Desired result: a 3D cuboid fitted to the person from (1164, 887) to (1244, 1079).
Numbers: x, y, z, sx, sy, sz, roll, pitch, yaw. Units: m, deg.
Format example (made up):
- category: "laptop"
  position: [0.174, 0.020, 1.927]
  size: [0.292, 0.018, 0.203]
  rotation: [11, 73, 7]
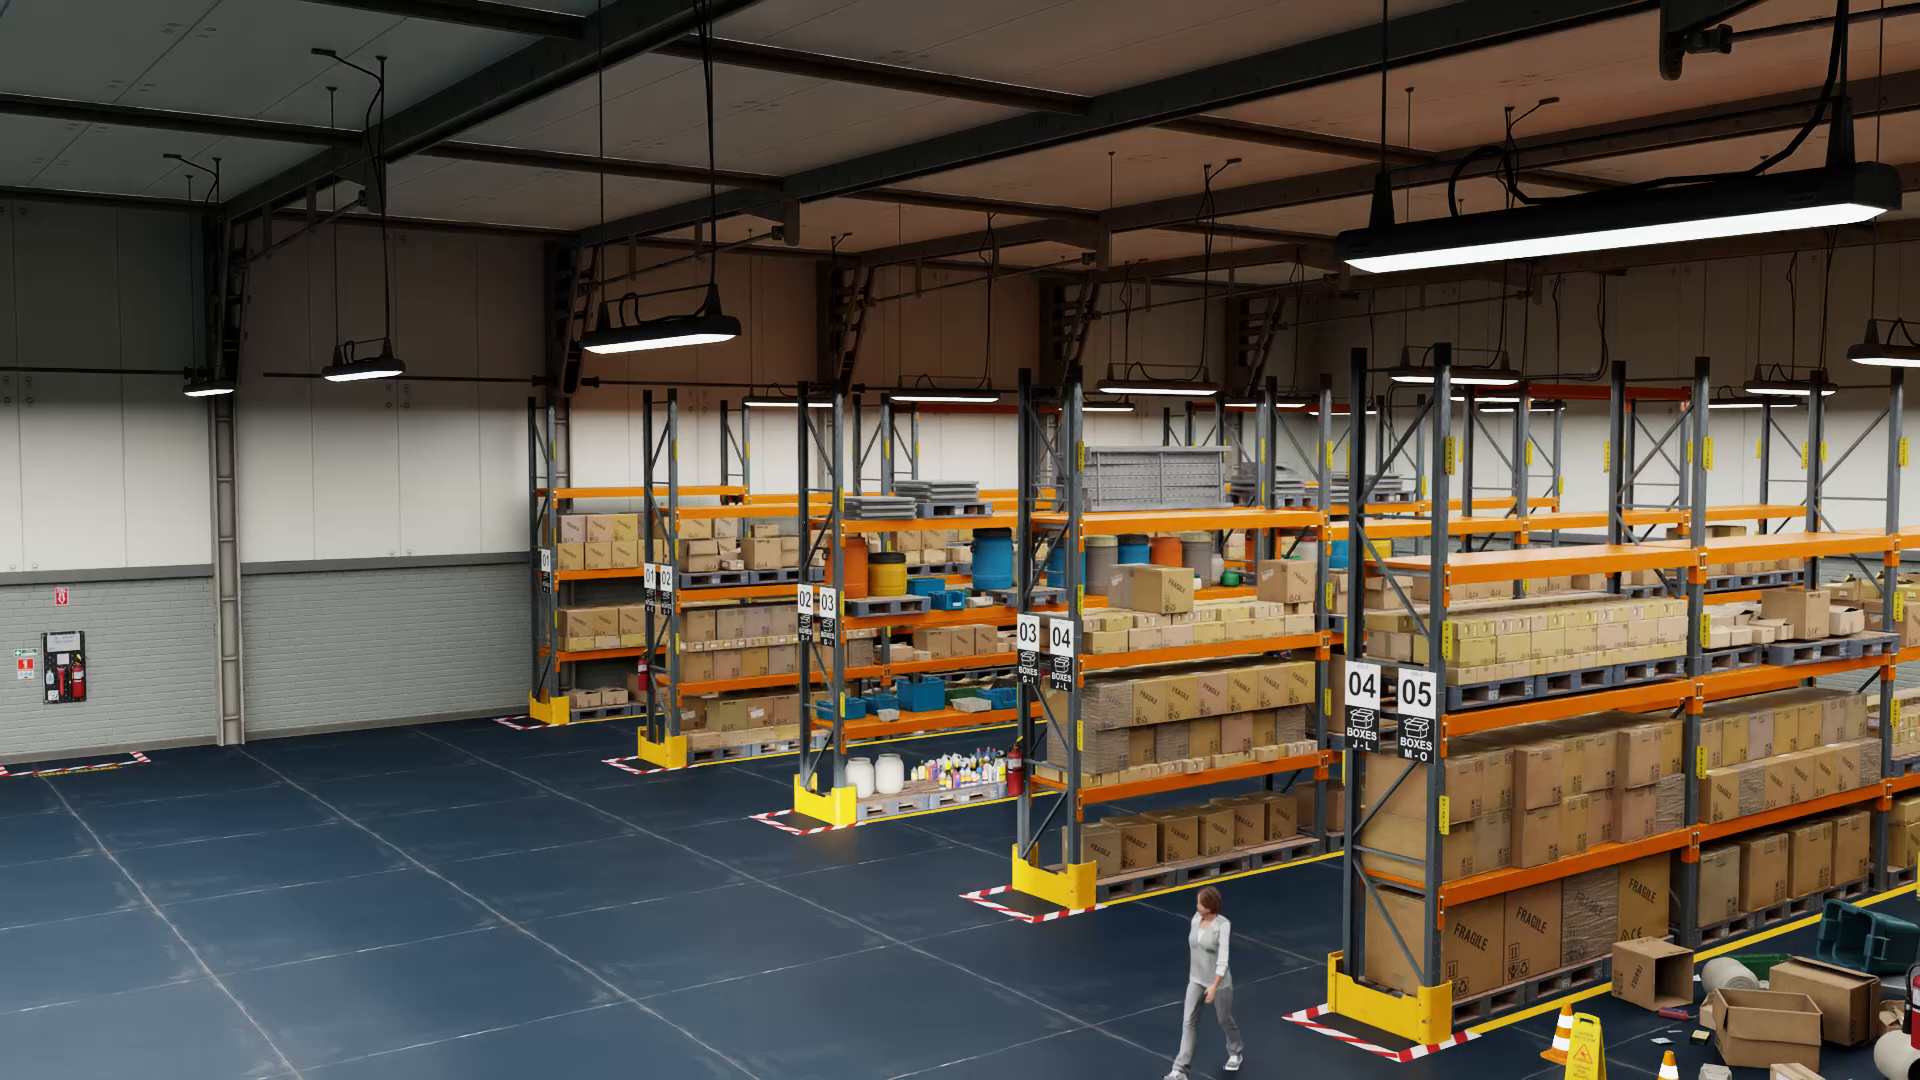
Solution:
- category: "person"
  position: [1.985, 3.571, 13.412]
  size: [0.437, 1.548, 0.925]
  rotation: [3, 5, 43]
